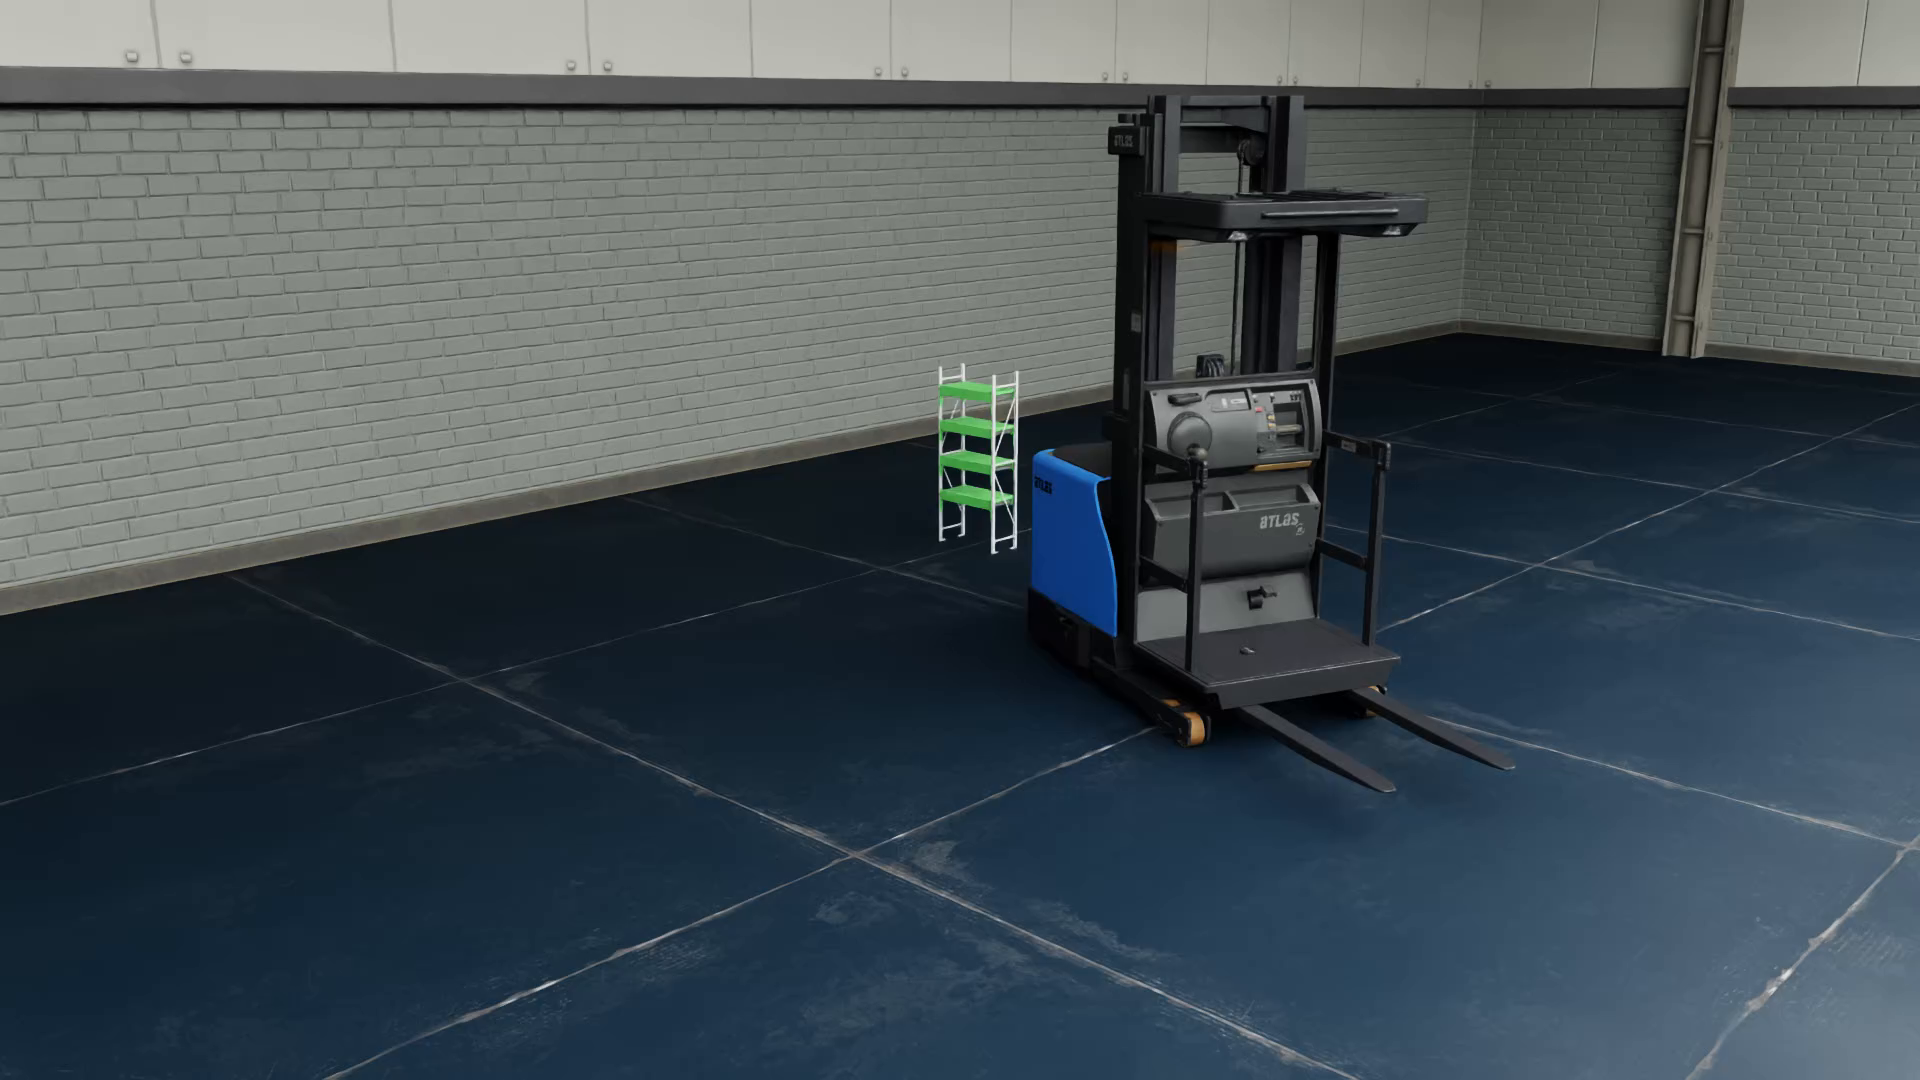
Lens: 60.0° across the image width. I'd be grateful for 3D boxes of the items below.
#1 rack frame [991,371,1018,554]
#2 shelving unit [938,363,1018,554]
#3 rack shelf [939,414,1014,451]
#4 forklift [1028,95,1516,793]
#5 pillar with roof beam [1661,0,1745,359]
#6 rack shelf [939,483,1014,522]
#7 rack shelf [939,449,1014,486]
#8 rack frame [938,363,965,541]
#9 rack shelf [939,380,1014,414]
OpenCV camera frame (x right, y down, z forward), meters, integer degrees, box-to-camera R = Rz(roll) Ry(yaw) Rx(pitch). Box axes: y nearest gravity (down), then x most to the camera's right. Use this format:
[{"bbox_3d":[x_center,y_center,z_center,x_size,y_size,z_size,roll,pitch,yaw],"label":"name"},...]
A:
[{"bbox_3d":[0.295,-0.509,11.006,0.015,1.200,0.240,14,20,42],"label":"rack frame"},{"bbox_3d":[0.119,-0.552,11.170,0.503,1.200,0.258,14,20,42],"label":"shelving unit"},{"bbox_3d":[0.119,-0.722,11.125,0.480,0.148,0.258,14,20,42],"label":"rack shelf"},{"bbox_3d":[1.419,-0.576,7.829,1.130,2.935,3.031,-6,16,-22],"label":"forklift"},{"bbox_3d":[5.664,-5.781,15.771,0.400,9.000,9.100,14,20,42],"label":"pillar with roof beam"},{"bbox_3d":[0.119,-0.258,11.246,0.480,0.148,0.258,14,20,42],"label":"rack shelf"},{"bbox_3d":[0.119,-0.490,11.186,0.480,0.148,0.258,14,20,42],"label":"rack shelf"},{"bbox_3d":[-0.057,-0.594,11.333,0.015,1.200,0.240,14,20,42],"label":"rack frame"},{"bbox_3d":[0.119,-0.954,11.065,0.480,0.148,0.258,14,20,42],"label":"rack shelf"}]
